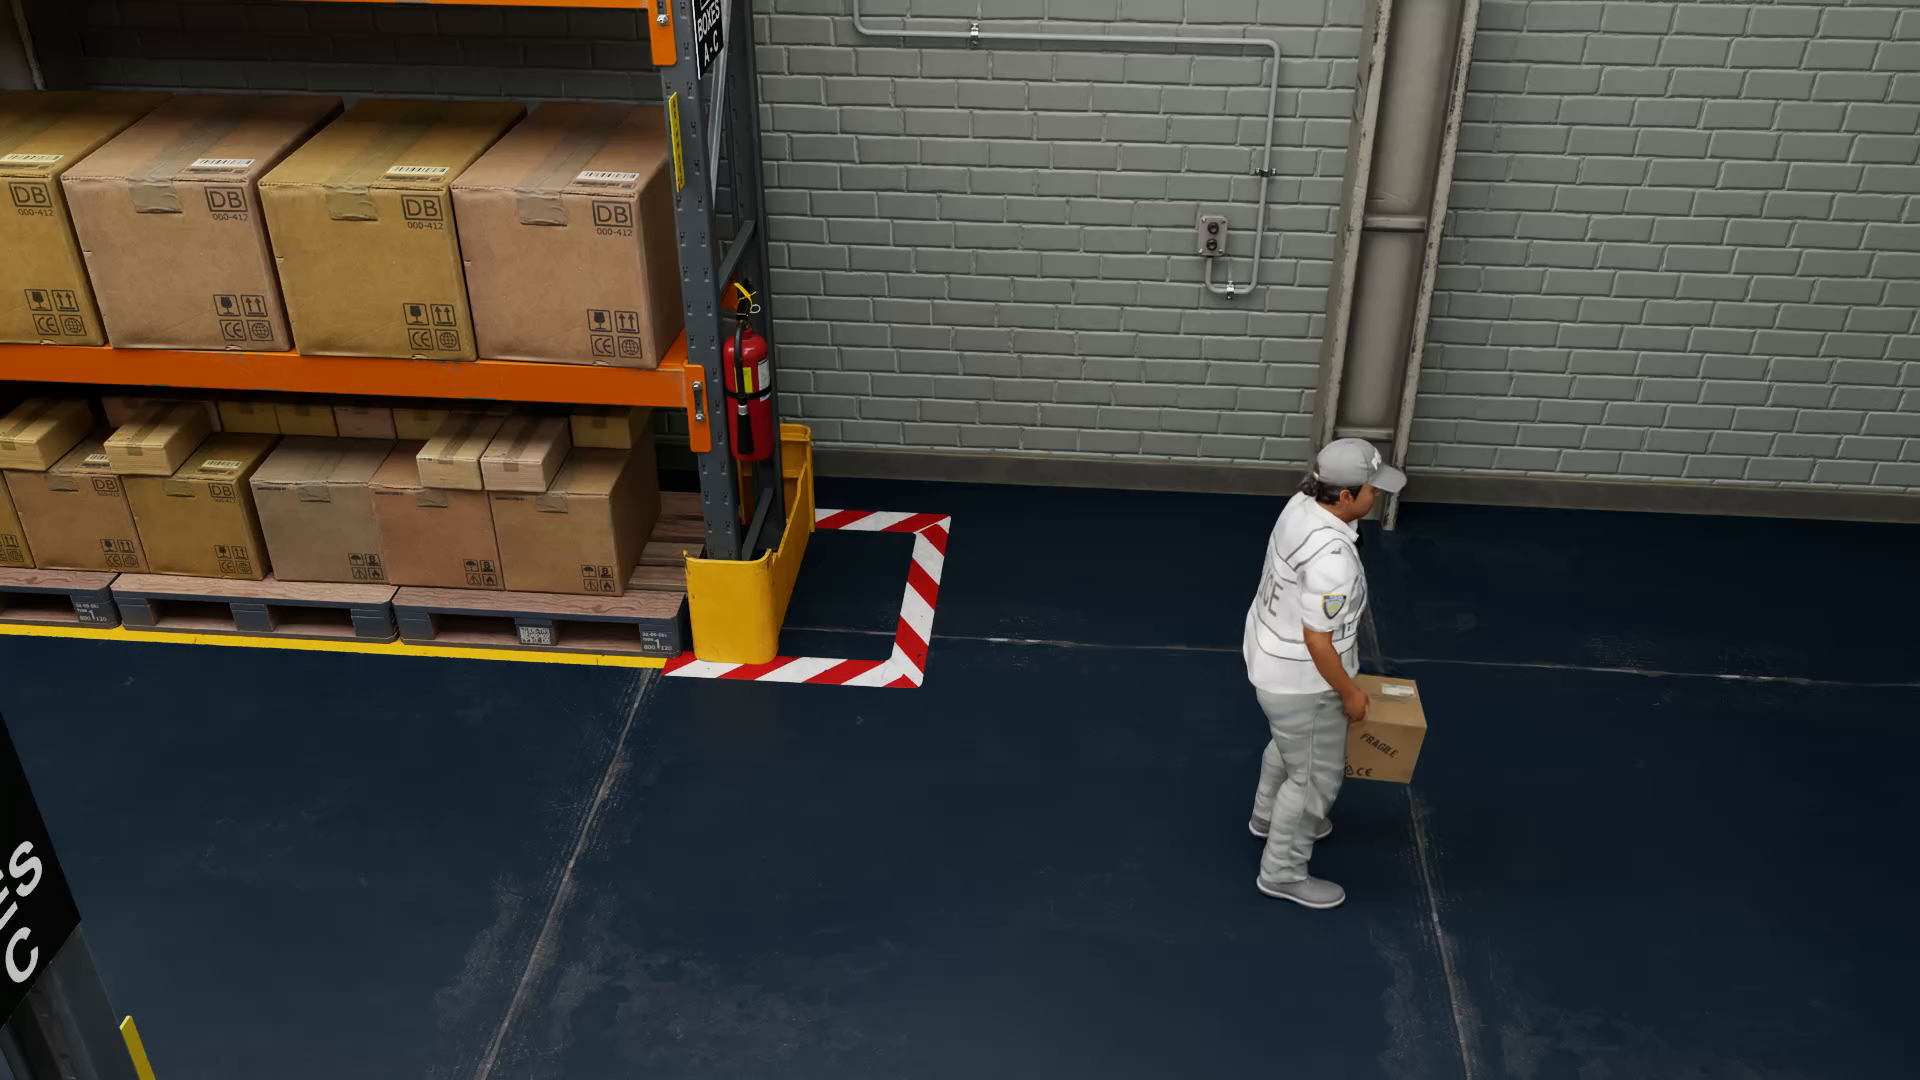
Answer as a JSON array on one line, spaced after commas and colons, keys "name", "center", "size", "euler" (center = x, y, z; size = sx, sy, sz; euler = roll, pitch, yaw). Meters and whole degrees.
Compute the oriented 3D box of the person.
[{"name": "person", "center": [1.151, 0.419, 5.460], "size": [0.429, 1.671, 0.521], "euler": [2, 32, 3]}]
